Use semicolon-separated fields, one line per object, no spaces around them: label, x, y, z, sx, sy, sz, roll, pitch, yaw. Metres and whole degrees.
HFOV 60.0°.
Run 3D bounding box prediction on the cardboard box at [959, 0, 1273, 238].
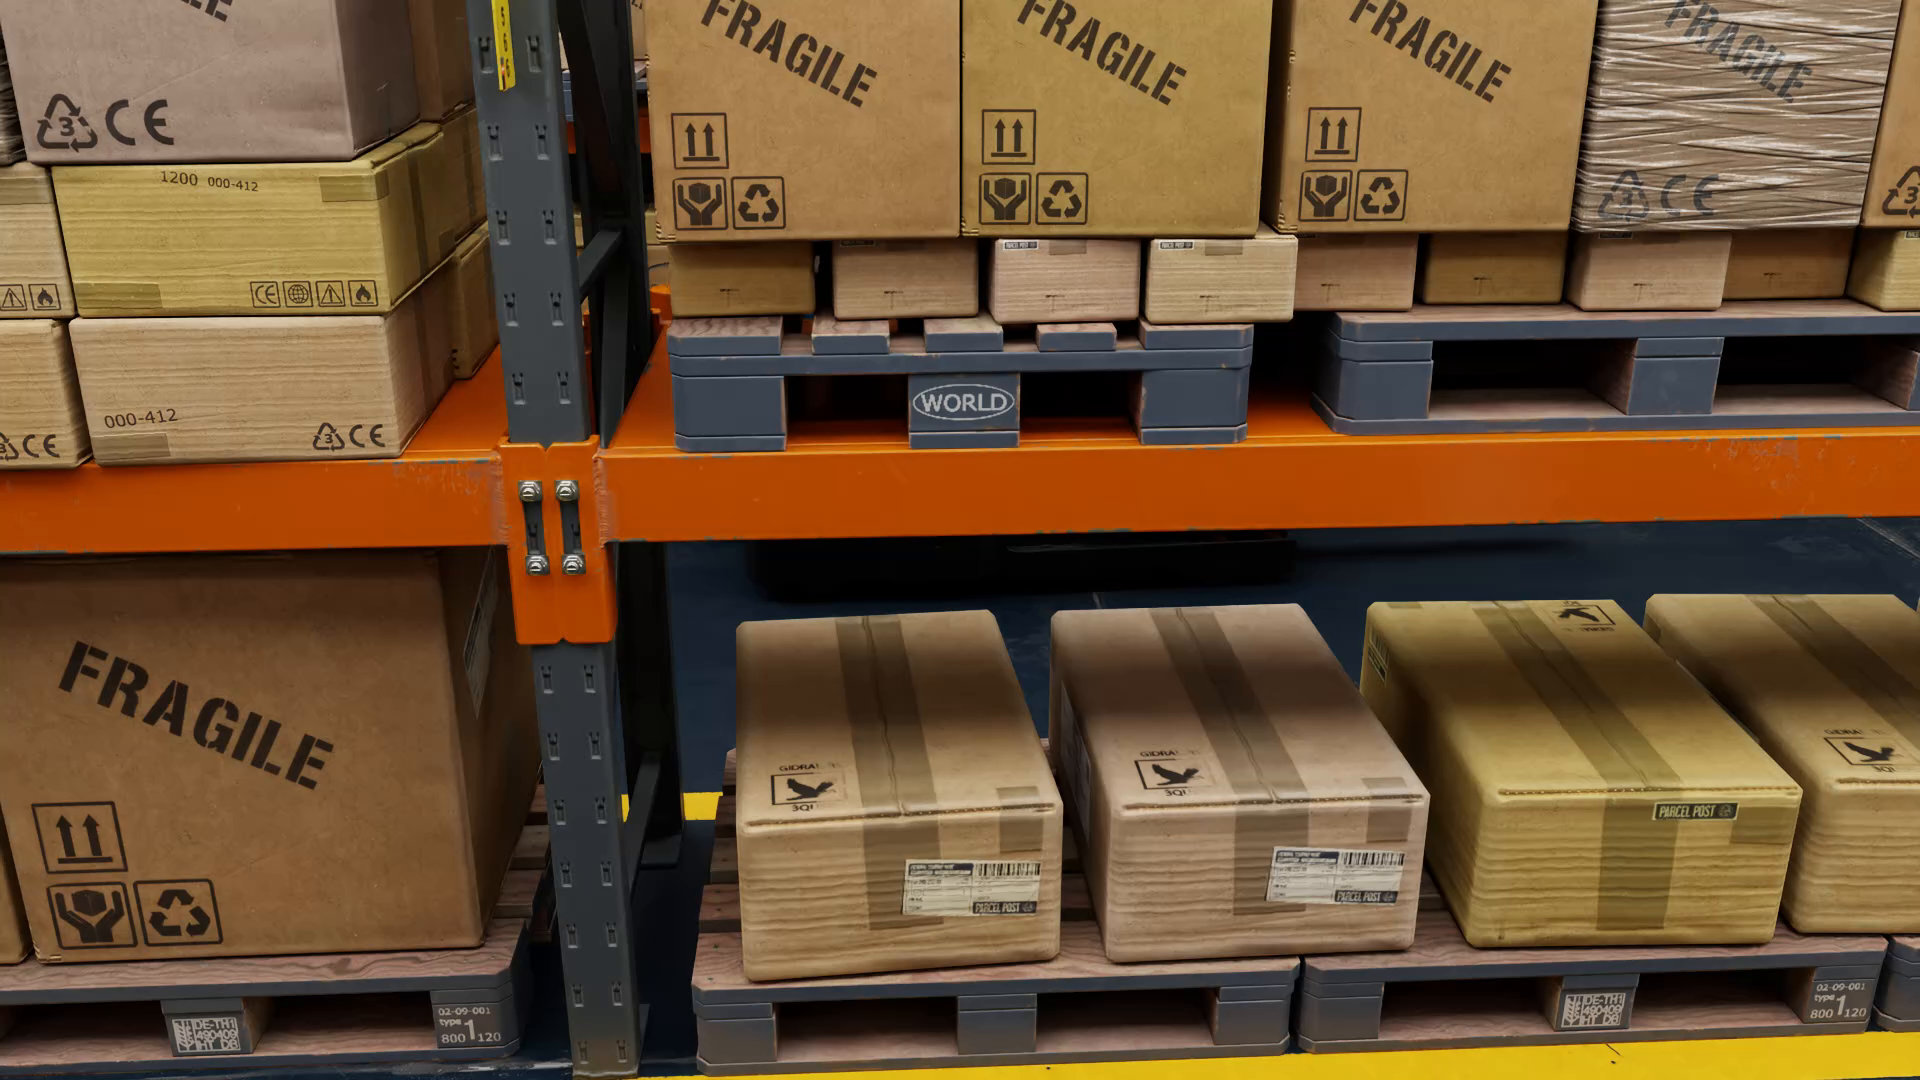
cardboard box;0.249;-0.828;2.932;0.500;0.500;0.500;0;21;0

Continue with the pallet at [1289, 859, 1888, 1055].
pallet;1.262;0.758;3.834;1.213;0.211;1.003;-1;21;-3

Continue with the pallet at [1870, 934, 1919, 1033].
pallet;2.483;0.732;3.902;1.213;0.211;1.003;-1;21;-3

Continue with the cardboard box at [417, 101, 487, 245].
cardboard box;-1.253;-0.747;3.376;0.500;0.250;0.500;-1;21;-3

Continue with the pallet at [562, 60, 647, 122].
pallet;-1.693;-2.141;7.799;1.003;0.211;1.213;-1;21;-3

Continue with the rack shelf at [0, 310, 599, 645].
rack shelf;-2.730;-0.130;3.257;4.000;0.370;1.077;-1;21;-3

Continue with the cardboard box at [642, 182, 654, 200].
cardboard box;-1.559;-1.701;8.384;0.250;0.149;0.380;0;21;0

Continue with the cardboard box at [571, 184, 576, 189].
cardboard box;-2.069;-1.672;8.307;0.250;0.149;0.380;-1;21;-2

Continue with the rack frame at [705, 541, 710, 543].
rack frame;-0.877;-0.511;5.987;0.008;1.050;0.200;13;25;31

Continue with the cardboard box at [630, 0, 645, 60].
cardboard box;-1.543;-2.558;7.892;0.500;0.500;0.500;0;21;-1

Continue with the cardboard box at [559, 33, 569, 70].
cardboard box;-1.654;-2.199;7.443;0.250;0.149;0.380;-1;21;-2

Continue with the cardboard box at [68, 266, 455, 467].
cardboard box;-1.223;-0.334;2.993;0.500;0.250;0.500;-2;21;-5

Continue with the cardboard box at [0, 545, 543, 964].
cardboard box;-1.428;0.275;3.579;0.875;0.875;0.875;-1;21;-4

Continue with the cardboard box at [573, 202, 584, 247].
cardboard box;-1.770;-1.484;7.815;0.250;0.149;0.380;-2;21;-6

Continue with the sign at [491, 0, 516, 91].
sign;-0.698;-0.850;2.512;0.005;0.325;0.100;-1;21;-3

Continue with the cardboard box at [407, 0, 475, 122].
cardboard box;-1.240;-1.097;3.241;0.500;0.500;0.500;-2;21;-5

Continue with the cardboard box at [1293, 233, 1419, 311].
cardboard box;0.674;-0.540;3.086;0.250;0.149;0.380;0;21;0

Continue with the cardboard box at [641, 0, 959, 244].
cardboard box;-0.271;-0.815;2.898;0.500;0.500;0.500;-2;21;-5

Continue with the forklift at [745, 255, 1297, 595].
forklift;0.728;-1.403;5.686;3.031;2.935;1.130;-3;21;-7

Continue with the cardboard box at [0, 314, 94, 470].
cardboard box;-1.732;-0.318;2.951;0.500;0.250;0.500;-1;21;-2

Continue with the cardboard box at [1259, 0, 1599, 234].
cardboard box;0.779;-0.842;2.967;0.500;0.500;0.500;-1;21;-2

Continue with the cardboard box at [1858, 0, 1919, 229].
cardboard box;1.802;-0.860;3.015;0.500;0.500;0.500;0;21;-1

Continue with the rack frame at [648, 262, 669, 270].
rack frame;-1.081;-0.558;6.112;0.008;1.050;0.200;13;25;31

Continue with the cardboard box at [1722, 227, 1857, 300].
cardboard box;1.474;-0.574;3.175;0.250;0.149;0.380;-2;21;-5

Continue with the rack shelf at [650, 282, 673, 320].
rack shelf;-0.980;-0.790;5.952;0.240;0.259;0.215;13;25;31

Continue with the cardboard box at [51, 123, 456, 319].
cardboard box;-1.202;-0.570;2.910;0.500;0.250;0.500;-1;21;-3

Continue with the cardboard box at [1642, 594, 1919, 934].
cardboard box;2.019;0.472;3.770;0.625;0.372;0.950;0;21;0

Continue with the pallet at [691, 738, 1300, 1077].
pallet;0.047;0.781;3.772;1.213;0.211;1.003;-1;21;-3

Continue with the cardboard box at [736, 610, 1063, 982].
cardboard box;-0.169;0.517;3.649;0.625;0.372;0.950;-3;21;-7

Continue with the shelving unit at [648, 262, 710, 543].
shelving unit;-0.979;-0.535;6.050;0.252;1.050;0.215;13;25;31

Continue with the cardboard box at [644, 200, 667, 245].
cardboard box;-1.499;-1.501;7.858;0.250;0.149;0.380;-2;21;-6

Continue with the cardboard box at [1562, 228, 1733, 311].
cardboard box;1.218;-0.541;3.090;0.250;0.149;0.380;-1;21;-1

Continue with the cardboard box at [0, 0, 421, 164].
cardboard box;-1.234;-0.917;2.768;0.500;0.500;0.500;-2;21;-5

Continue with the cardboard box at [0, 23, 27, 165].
cardboard box;-1.746;-0.904;2.733;0.500;0.500;0.500;-1;21;-2

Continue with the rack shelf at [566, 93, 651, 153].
rack shelf;-3.017;-1.893;7.888;4.000;0.370;1.077;-1;21;-3

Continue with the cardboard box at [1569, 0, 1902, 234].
cardboard box;1.279;-0.849;2.986;0.500;0.500;0.500;-2;21;-5

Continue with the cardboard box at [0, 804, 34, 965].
cardboard box;-2.318;0.291;3.536;0.875;0.875;0.875;-1;21;-2

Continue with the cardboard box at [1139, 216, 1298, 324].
cardboard box;0.438;-0.507;3.000;0.250;0.149;0.380;-1;21;-3

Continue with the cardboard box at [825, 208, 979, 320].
cardboard box;-0.114;-0.520;3.033;0.250;0.149;0.380;-2;21;-6

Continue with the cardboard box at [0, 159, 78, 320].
cardboard box;-1.714;-0.558;2.879;0.500;0.250;0.500;-2;21;-4

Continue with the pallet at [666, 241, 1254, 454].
pallet;-0.028;-0.469;3.407;1.003;0.211;1.213;-1;21;-3

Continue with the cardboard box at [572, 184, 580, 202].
cardboard box;-1.825;-1.705;8.395;0.250;0.149;0.380;-1;21;-1

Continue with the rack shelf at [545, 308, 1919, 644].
rack shelf;1.264;-0.211;3.470;4.000;0.370;1.077;-1;21;-3

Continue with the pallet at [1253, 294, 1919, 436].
pallet;1.241;-0.472;3.413;1.213;0.211;1.003;-1;21;-3

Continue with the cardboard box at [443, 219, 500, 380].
cardboard box;-1.236;-0.516;3.471;0.500;0.250;0.500;-2;21;-4

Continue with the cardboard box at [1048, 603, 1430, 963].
cardboard box;0.568;0.500;3.696;0.625;0.372;0.950;-2;21;-4

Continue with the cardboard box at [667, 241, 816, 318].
cardboard box;-0.398;-0.526;3.049;0.250;0.149;0.380;-2;21;-6

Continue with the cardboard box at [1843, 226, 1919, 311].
cardboard box;1.743;-0.542;3.093;0.250;0.149;0.380;-1;21;-3

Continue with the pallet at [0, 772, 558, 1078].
pallet;-1.525;0.786;3.760;1.213;0.211;1.003;-1;21;-3

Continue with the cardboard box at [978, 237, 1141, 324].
cardboard box;0.162;-0.509;3.005;0.250;0.149;0.380;-3;21;-7

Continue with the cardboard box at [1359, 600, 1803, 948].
cardboard box;1.325;0.486;3.731;0.625;0.372;0.950;0;21;-1

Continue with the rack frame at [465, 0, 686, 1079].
rack frame;-0.733;-0.506;3.235;0.127;3.000;1.000;-1;21;-3

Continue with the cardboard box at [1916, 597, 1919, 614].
cardboard box;2.737;0.456;3.811;0.625;0.372;0.950;-1;21;-2

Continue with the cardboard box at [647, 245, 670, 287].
cardboard box;-1.430;-1.213;8.013;0.500;0.500;0.500;-1;21;-1

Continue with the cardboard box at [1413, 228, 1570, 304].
cardboard box;0.954;-0.559;3.137;0.250;0.149;0.380;0;21;-1

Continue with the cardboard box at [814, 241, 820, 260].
cardboard box;-0.419;-0.675;3.442;0.250;0.149;0.380;0;21;-1

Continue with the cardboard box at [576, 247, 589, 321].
cardboard box;-1.930;-1.206;7.996;0.500;0.500;0.500;-1;21;-4

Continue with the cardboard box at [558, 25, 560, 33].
cardboard box;-2.055;-2.259;7.460;0.500;0.250;0.500;-2;21;-6
